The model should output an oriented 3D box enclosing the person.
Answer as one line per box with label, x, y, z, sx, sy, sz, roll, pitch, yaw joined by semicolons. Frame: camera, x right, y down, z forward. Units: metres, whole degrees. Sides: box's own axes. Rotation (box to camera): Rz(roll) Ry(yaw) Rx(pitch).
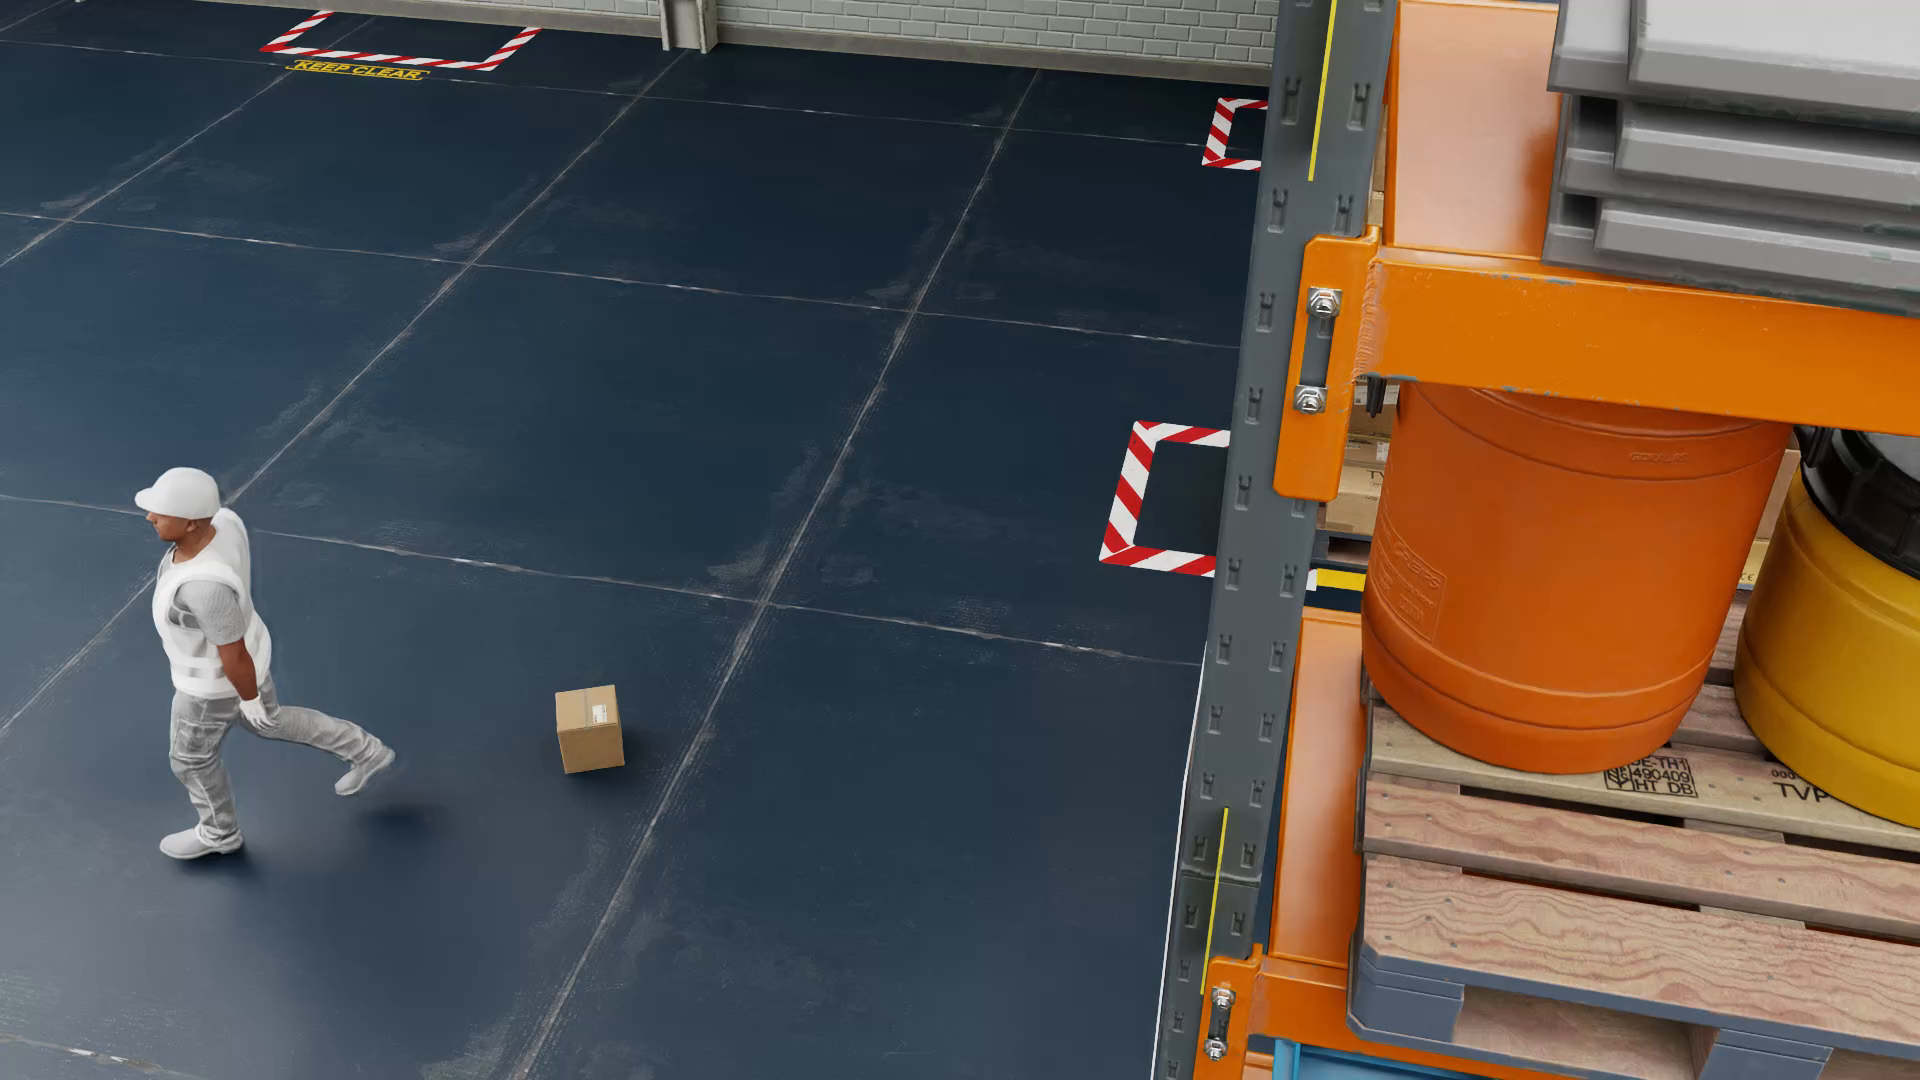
person;-2.760;0.464;6.308;0.930;1.750;0.540;-6;37;-8
